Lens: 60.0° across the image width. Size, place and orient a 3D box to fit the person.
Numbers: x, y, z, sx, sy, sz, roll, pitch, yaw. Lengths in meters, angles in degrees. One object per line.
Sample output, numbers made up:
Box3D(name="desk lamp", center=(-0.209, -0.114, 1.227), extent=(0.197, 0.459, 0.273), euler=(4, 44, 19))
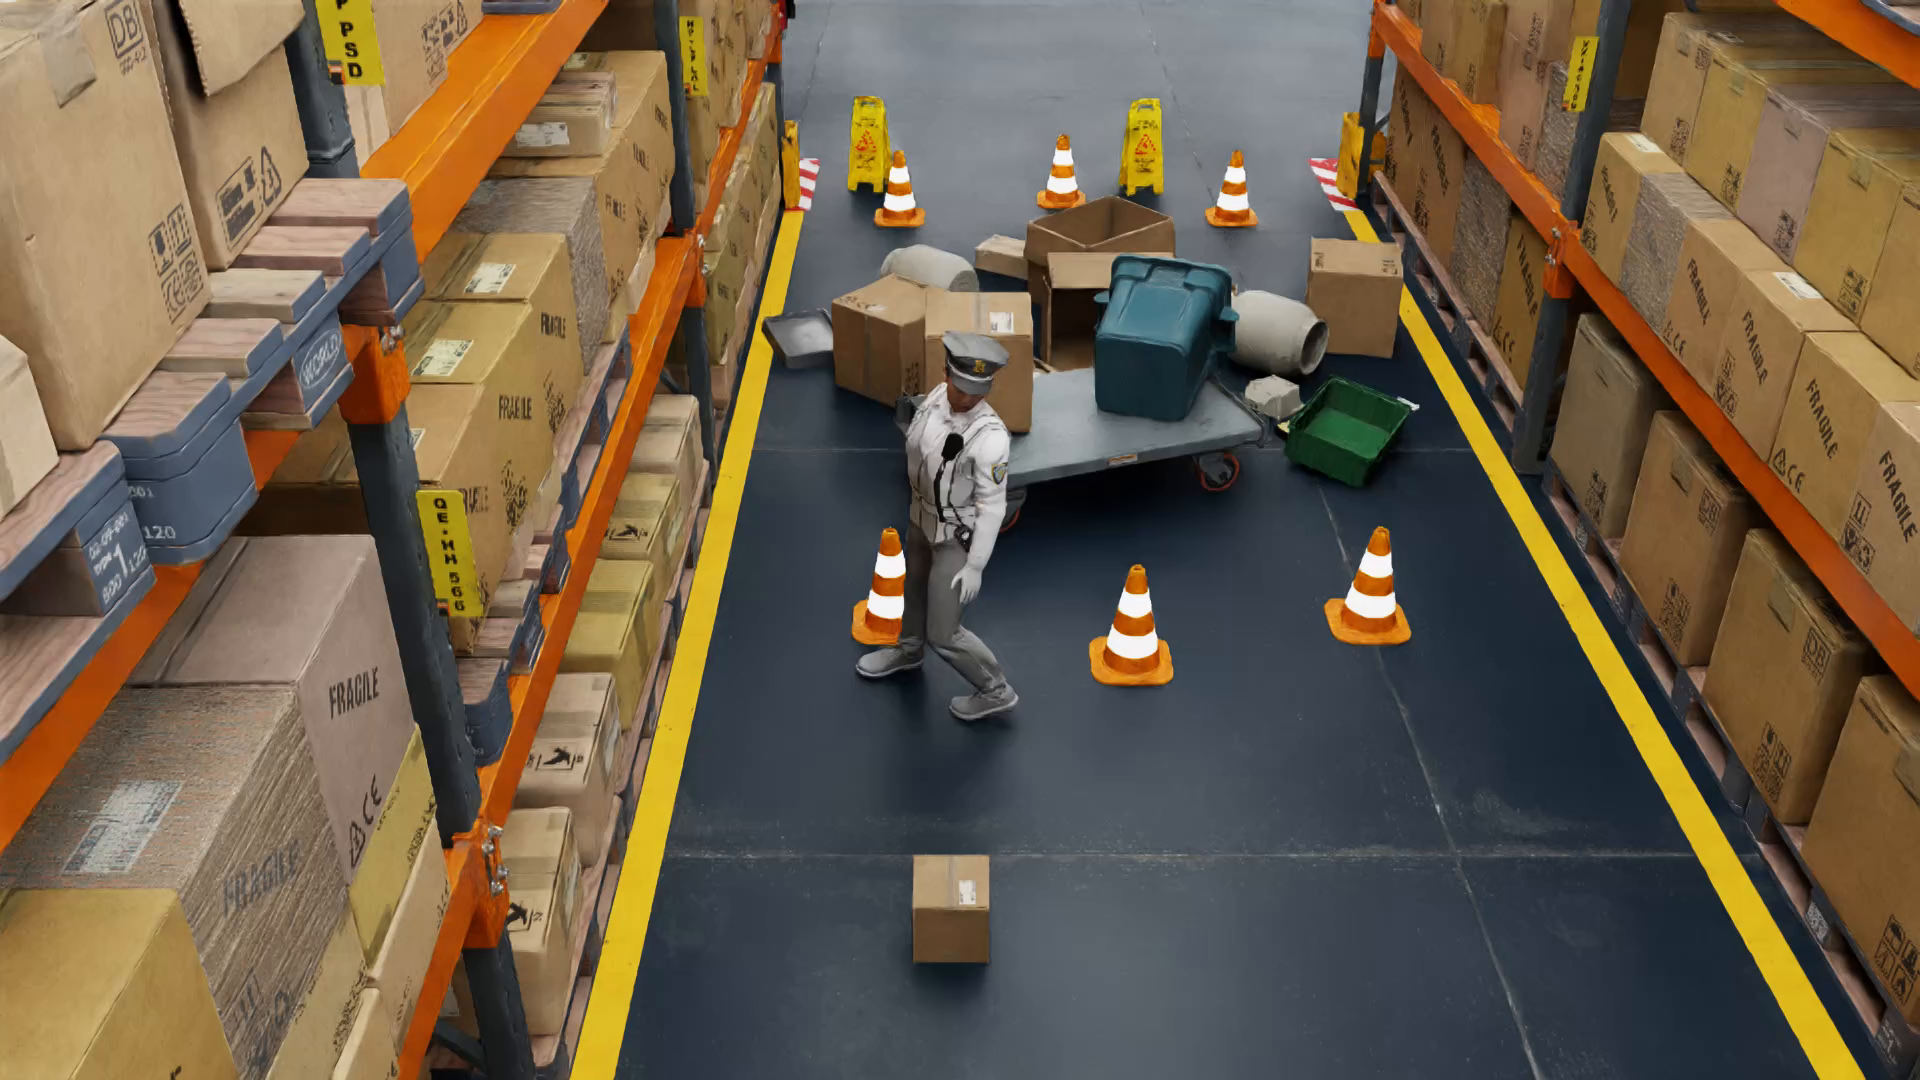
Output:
Box3D(name="person", center=(-0.088, -0.065, 6.246), extent=(0.477, 1.635, 0.671), euler=(-14, 34, -21))
